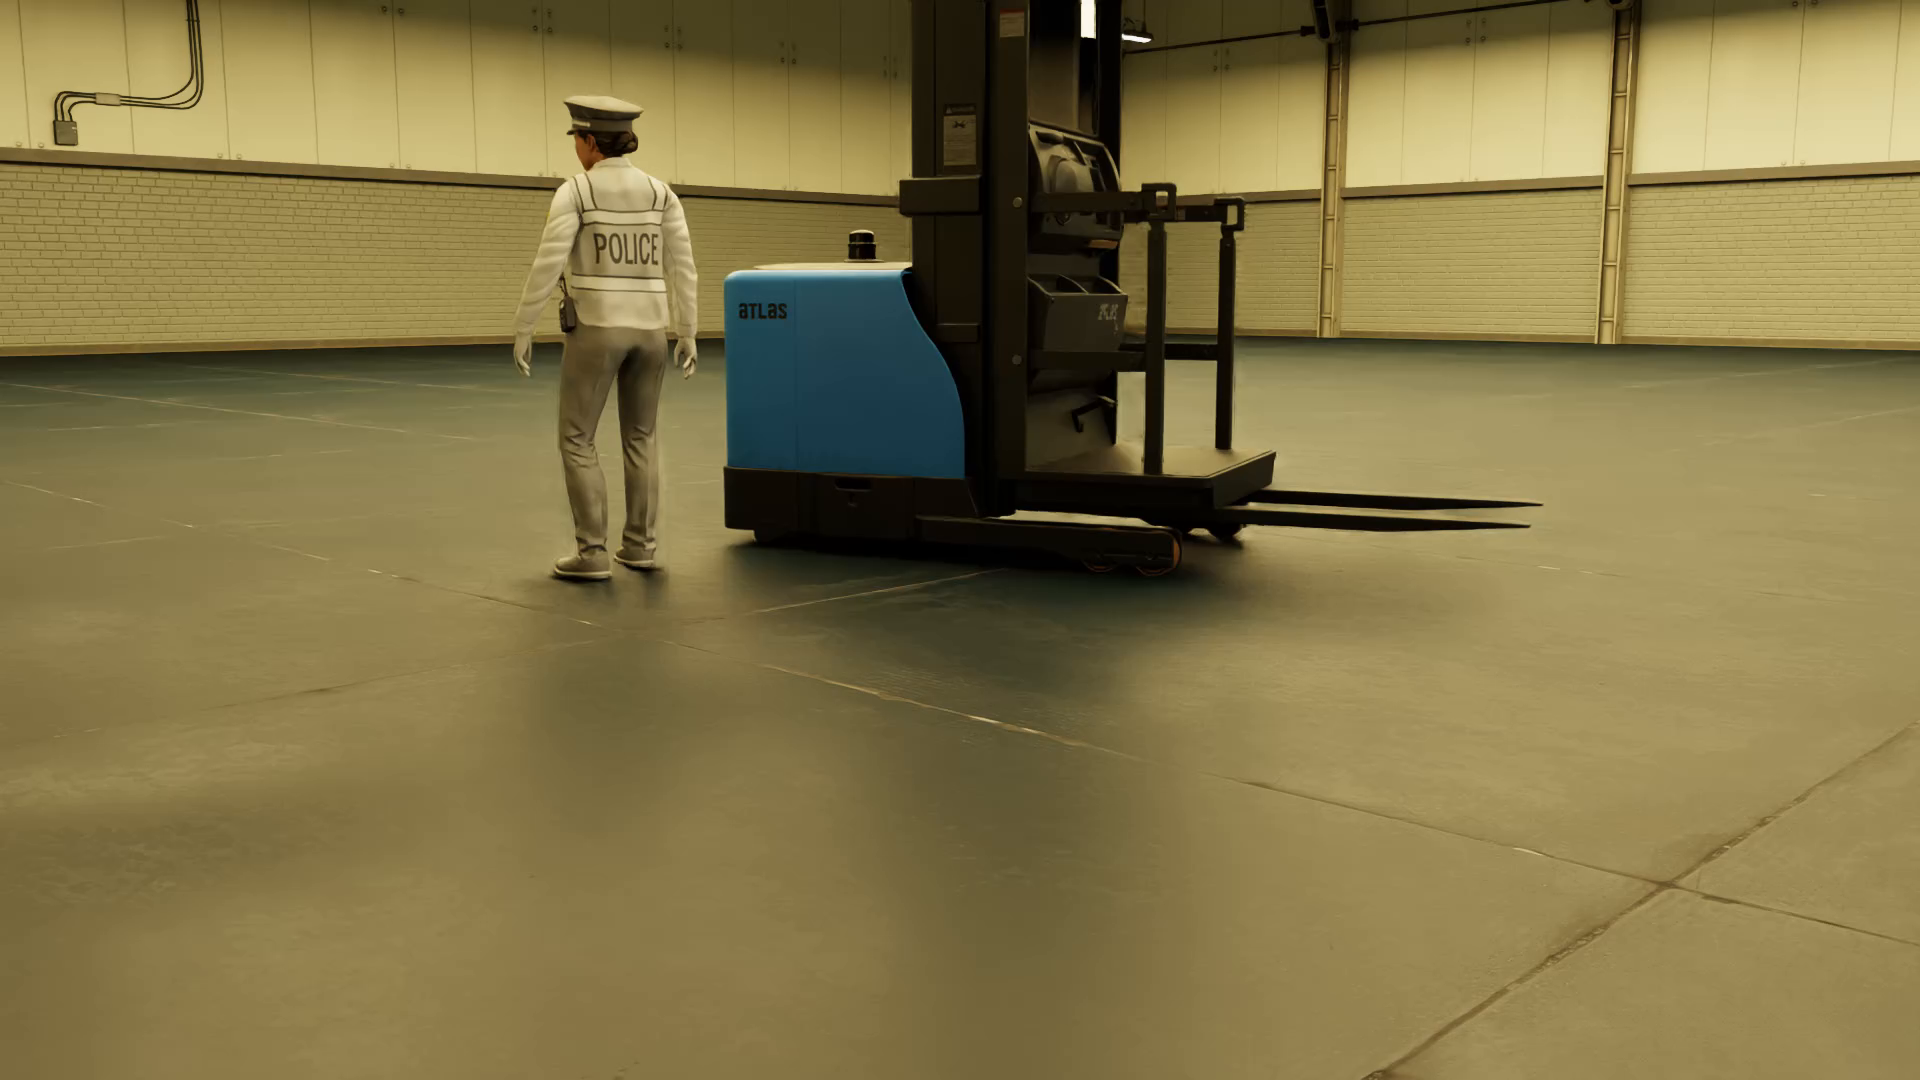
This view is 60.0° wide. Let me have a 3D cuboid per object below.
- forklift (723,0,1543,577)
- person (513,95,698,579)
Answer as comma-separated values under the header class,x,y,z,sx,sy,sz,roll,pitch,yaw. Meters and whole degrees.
class,x,y,z,sx,sy,sz,roll,pitch,yaw
forklift,0.629,-1.410,6.235,3.031,2.935,1.130,4,9,23
person,-1.249,-0.705,5.839,0.648,1.666,0.456,-7,11,-38
